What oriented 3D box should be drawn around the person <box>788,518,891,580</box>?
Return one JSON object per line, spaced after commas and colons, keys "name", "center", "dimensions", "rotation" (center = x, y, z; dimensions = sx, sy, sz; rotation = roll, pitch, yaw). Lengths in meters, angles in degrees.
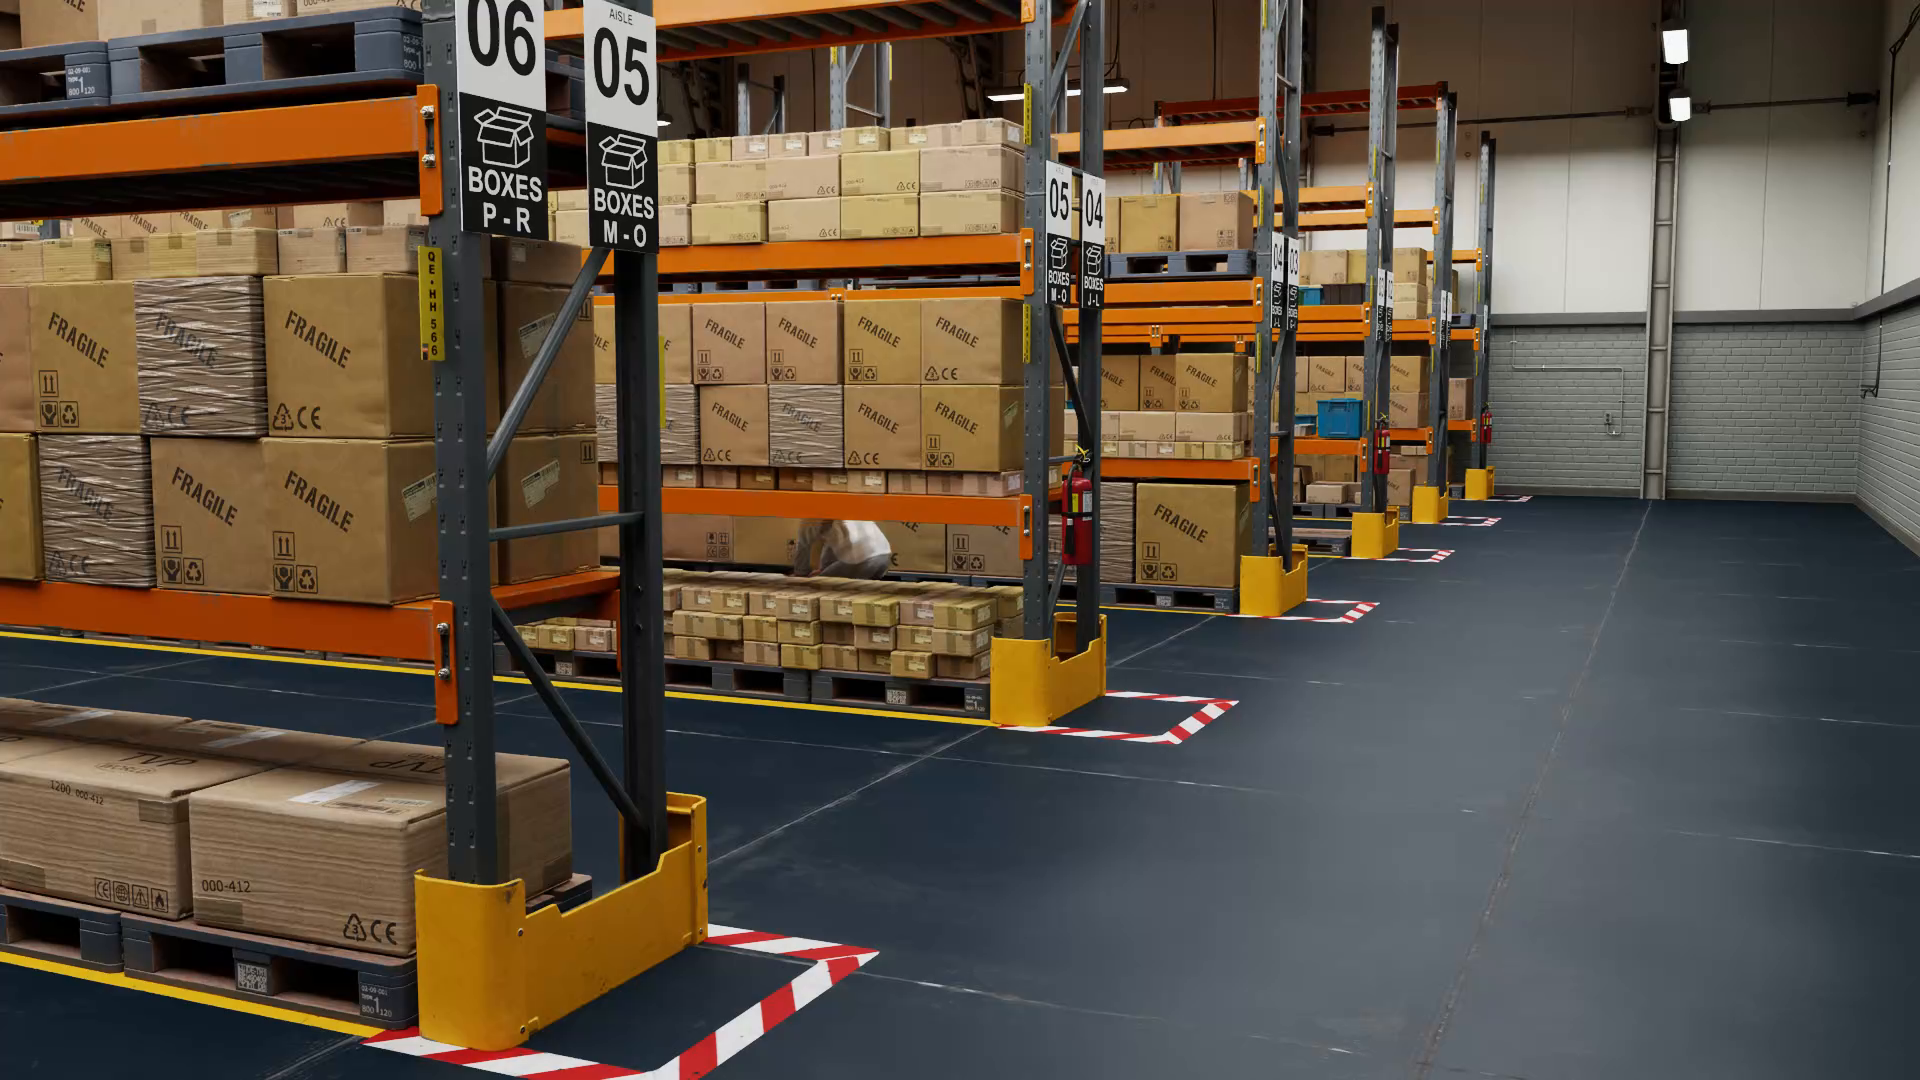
{"name": "person", "center": [-0.938, 0.154, 12.257], "dimensions": [0.820, 1.304, 0.586], "rotation": [2, 6, 24]}
